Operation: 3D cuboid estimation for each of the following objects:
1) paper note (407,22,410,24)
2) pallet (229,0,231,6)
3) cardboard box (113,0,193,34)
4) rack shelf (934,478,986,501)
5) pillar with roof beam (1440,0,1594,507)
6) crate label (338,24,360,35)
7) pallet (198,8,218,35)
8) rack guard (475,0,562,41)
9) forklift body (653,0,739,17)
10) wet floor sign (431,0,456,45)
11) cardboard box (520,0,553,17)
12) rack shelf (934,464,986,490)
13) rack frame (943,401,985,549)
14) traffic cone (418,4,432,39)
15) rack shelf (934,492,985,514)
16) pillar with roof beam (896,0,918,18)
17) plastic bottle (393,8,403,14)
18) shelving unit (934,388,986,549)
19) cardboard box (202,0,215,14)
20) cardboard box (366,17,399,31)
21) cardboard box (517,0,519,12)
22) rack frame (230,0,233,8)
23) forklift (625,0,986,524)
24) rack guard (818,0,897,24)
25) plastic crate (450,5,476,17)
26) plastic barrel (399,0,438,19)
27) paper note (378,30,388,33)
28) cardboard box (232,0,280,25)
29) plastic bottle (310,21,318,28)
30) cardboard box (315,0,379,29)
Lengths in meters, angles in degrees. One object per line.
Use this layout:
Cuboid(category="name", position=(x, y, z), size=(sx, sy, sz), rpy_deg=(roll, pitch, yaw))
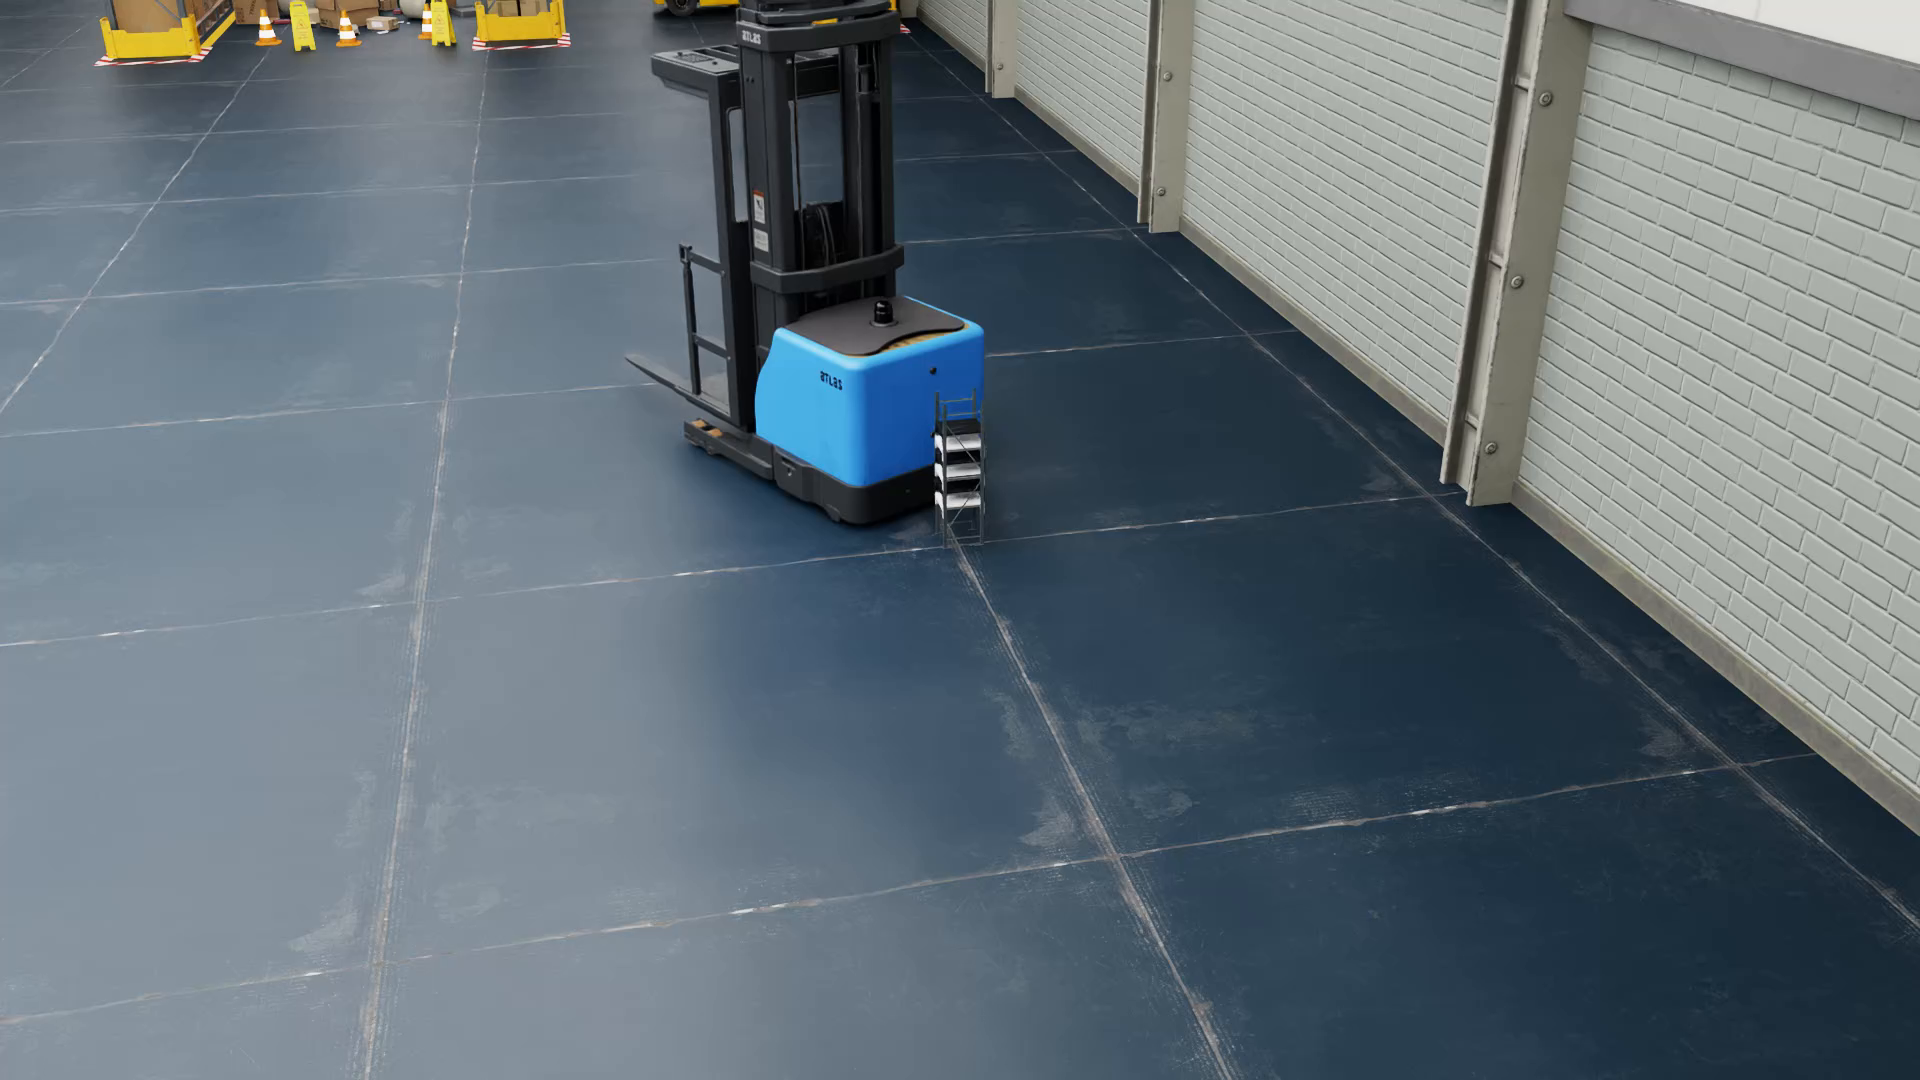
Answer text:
Cuboid(category="paper note", position=(-8.413, -7.886, 25.363), size=(0.032, 0.001, 0.123), rpy_deg=(-6, 27, -12))
Cuboid(category="pallet", position=(-12.342, -8.940, 27.228), size=(1.003, 0.211, 1.213), rpy_deg=(-6, 27, -12))
Cuboid(category="cardboard box", position=(-11.411, -7.628, 23.426), size=(0.875, 0.875, 0.875), rpy_deg=(-6, 27, -11))
Cuboid(category="rack shelf", position=(-0.002, -0.295, 9.610), size=(0.258, 0.077, 0.200), rpy_deg=(-6, 27, -12))
Cuboid(category="pillar with roof beam", position=(-0.975, -3.887, 7.464), size=(9.100, 9.000, 0.400), rpy_deg=(-6, 27, -12))
Cuboid(category="crate label", position=(-8.990, -7.502, 24.461), size=(0.250, 0.136, 0.298), rpy_deg=(-23, 35, -38))
Cuboid(category="pallet", position=(-11.721, -7.731, 24.832), size=(1.003, 0.211, 1.213), rpy_deg=(-6, 27, -12))
Cuboid(category="rack guard", position=(-6.411, -7.562, 24.178), size=(1.175, 0.500, 0.348), rpy_deg=(-6, 27, -12))
Cuboid(category="forklift body", position=(-3.763, -9.419, 26.024), size=(2.313, 2.155, 1.214), rpy_deg=(-6, 27, -12))
Cuboid(category="wet floor sign", position=(-7.393, -7.402, 23.699), size=(0.267, 0.644, 0.232), rpy_deg=(3, 27, 6))
Cuboid(category="cardboard box", position=(-6.306, -7.987, 24.831), size=(0.500, 0.250, 0.500), rpy_deg=(-6, 27, -12))
Cuboid(category="rack shelf", position=(-0.002, -0.376, 9.569), size=(0.258, 0.077, 0.200), rpy_deg=(-6, 27, -12))
Cuboid(category="rack frame", position=(0.021, -0.361, 9.466), size=(0.240, 0.900, 0.006), rpy_deg=(-6, 27, -12))
Cuboid(category="traffic cone", position=(-7.747, -7.570, 24.235), size=(0.336, 0.463, 0.334), rpy_deg=(-6, 27, -12))
Cuboid(category="rack shelf", position=(-0.002, -0.215, 9.650), size=(0.258, 0.077, 0.200), rpy_deg=(-6, 27, -12))
Cuboid(category="pillar with roof beam", position=(-5.031, -11.789, 23.120), size=(9.100, 9.000, 0.400), rpy_deg=(-6, 27, -12))
Cuboid(category="plastic bottle", position=(-8.831, -8.332, 26.190), size=(0.133, 0.061, 0.283), rpy_deg=(-1, 27, -3))
Cuboid(category="shelving unit", position=(-0.002, -0.405, 9.554), size=(0.258, 0.900, 0.210), rpy_deg=(-6, 27, -12))
Cuboid(category="cardboard box", position=(-11.815, -8.414, 24.984), size=(0.875, 0.875, 0.875), rpy_deg=(-6, 27, -11))
Cuboid(category="cardboard box", position=(-8.657, -7.742, 24.924), size=(0.380, 0.149, 0.250), rpy_deg=(8, 28, 15))
Cuboid(category="cardboard box", position=(-6.947, -8.161, 25.175), size=(0.500, 0.250, 0.500), rpy_deg=(-6, 27, -11))
Cuboid(category="rack frame", position=(-12.095, -9.854, 25.944), size=(1.000, 3.000, 0.127), rpy_deg=(-6, 27, -12))
Cuboid(category="forklift", position=(-1.167, -1.992, 10.445), size=(1.130, 2.935, 3.031), rpy_deg=(-21, 33, -35))
Cuboid(category="rack guard", position=(-1.553, -8.024, 25.093), size=(1.175, 0.500, 0.348), rpy_deg=(-6, 27, -12))
Cuboid(category="plastic crate", position=(-7.740, -8.325, 26.155), size=(0.402, 0.080, 0.583), rpy_deg=(-16, 31, -29))
Cuboid(category="plastic barrel", position=(-8.334, -8.248, 25.621), size=(0.512, 0.421, 0.421), rpy_deg=(13, 30, 24))
Cuboid(category="paper note", position=(-8.546, -7.532, 24.640), size=(0.148, 0.019, 0.142), rpy_deg=(-16, 31, -29))
Cuboid(category="cardboard box", position=(-10.745, -8.162, 25.363), size=(0.500, 0.500, 0.500), rpy_deg=(-1, 27, -3))
Cuboid(category="plastic bottle", position=(-9.793, -7.780, 25.097), size=(0.133, 0.061, 0.283), rpy_deg=(-16, 31, -29))
Cuboid(category="cardboard box", position=(-9.256, -8.045, 25.130), size=(0.637, 0.503, 0.797), rpy_deg=(19, 32, 32))
